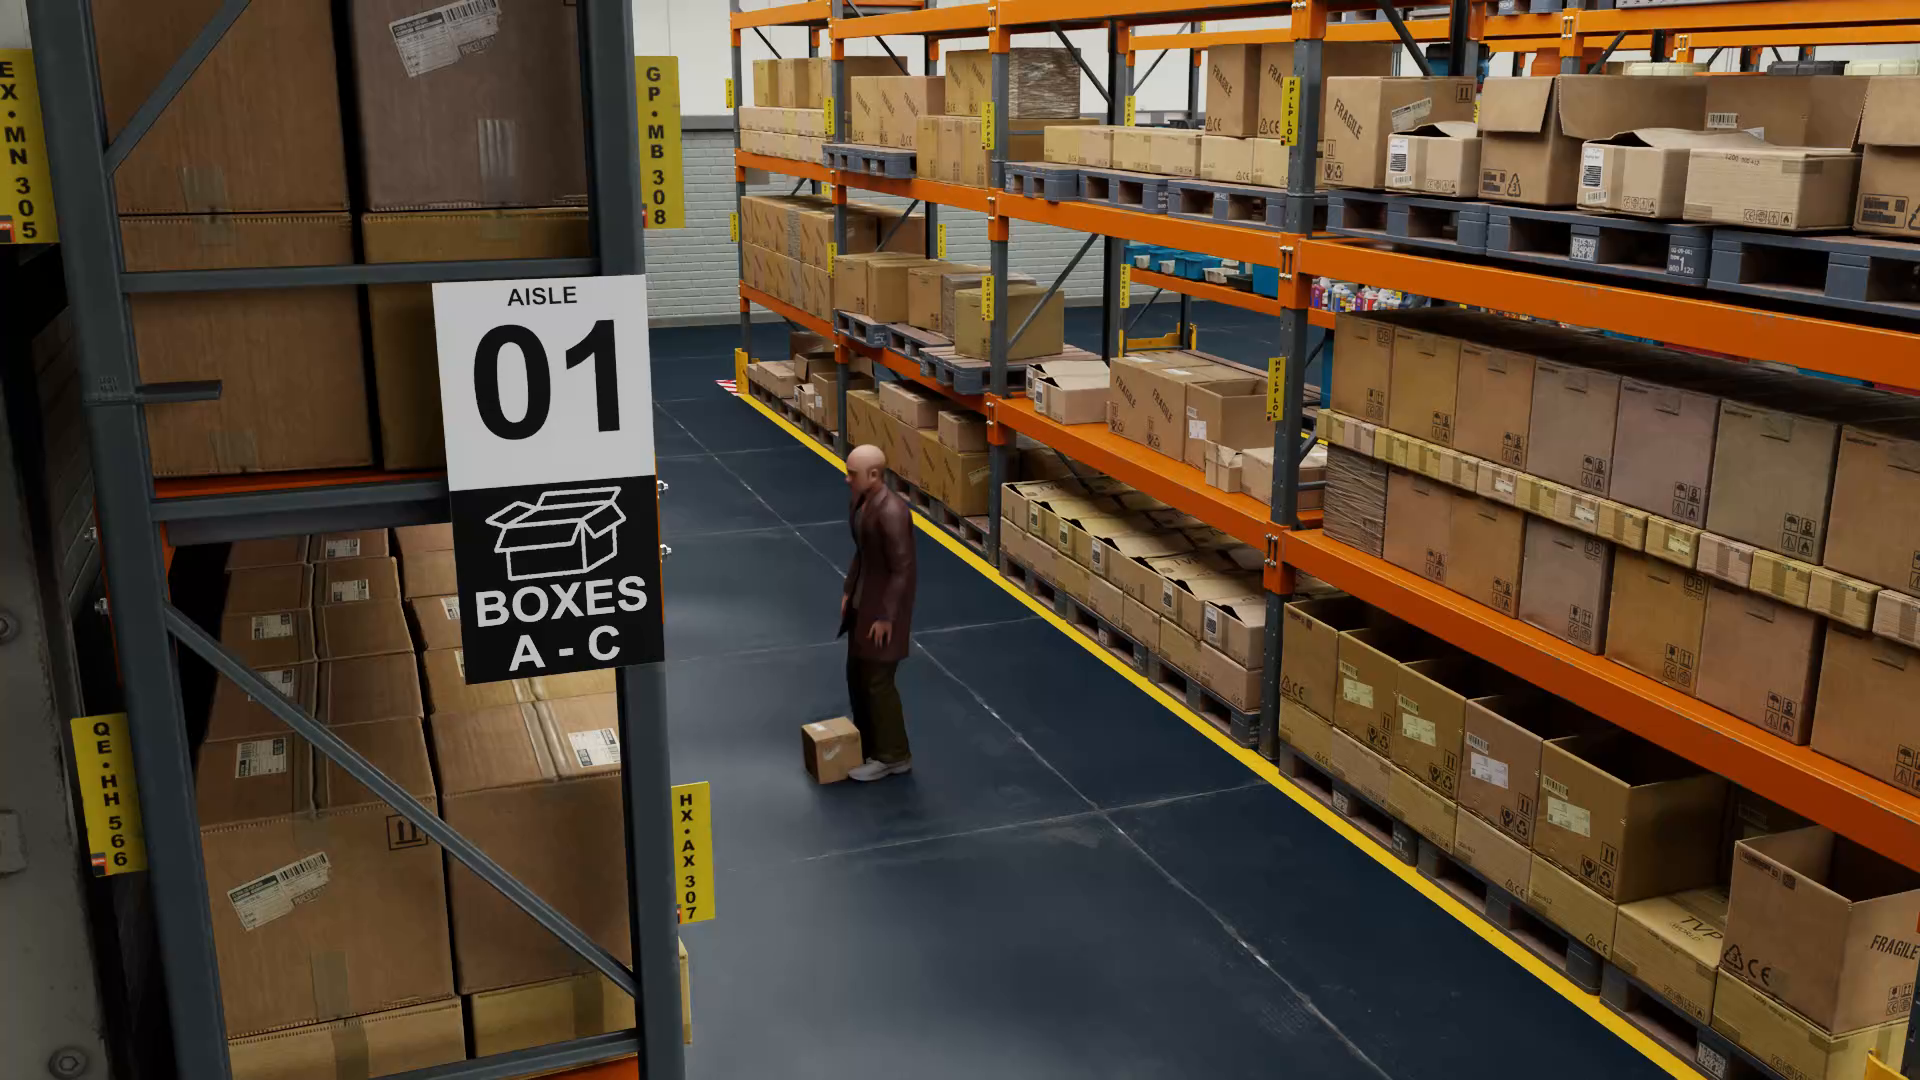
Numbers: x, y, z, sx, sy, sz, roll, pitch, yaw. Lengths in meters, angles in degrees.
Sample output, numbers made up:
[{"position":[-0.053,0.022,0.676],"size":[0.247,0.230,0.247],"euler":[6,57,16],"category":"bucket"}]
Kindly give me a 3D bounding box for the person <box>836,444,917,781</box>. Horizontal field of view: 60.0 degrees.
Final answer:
[{"position":[-0.450,0.363,8.729],"size":[0.426,1.774,0.617],"euler":[-6,17,-22],"category":"person"}]
